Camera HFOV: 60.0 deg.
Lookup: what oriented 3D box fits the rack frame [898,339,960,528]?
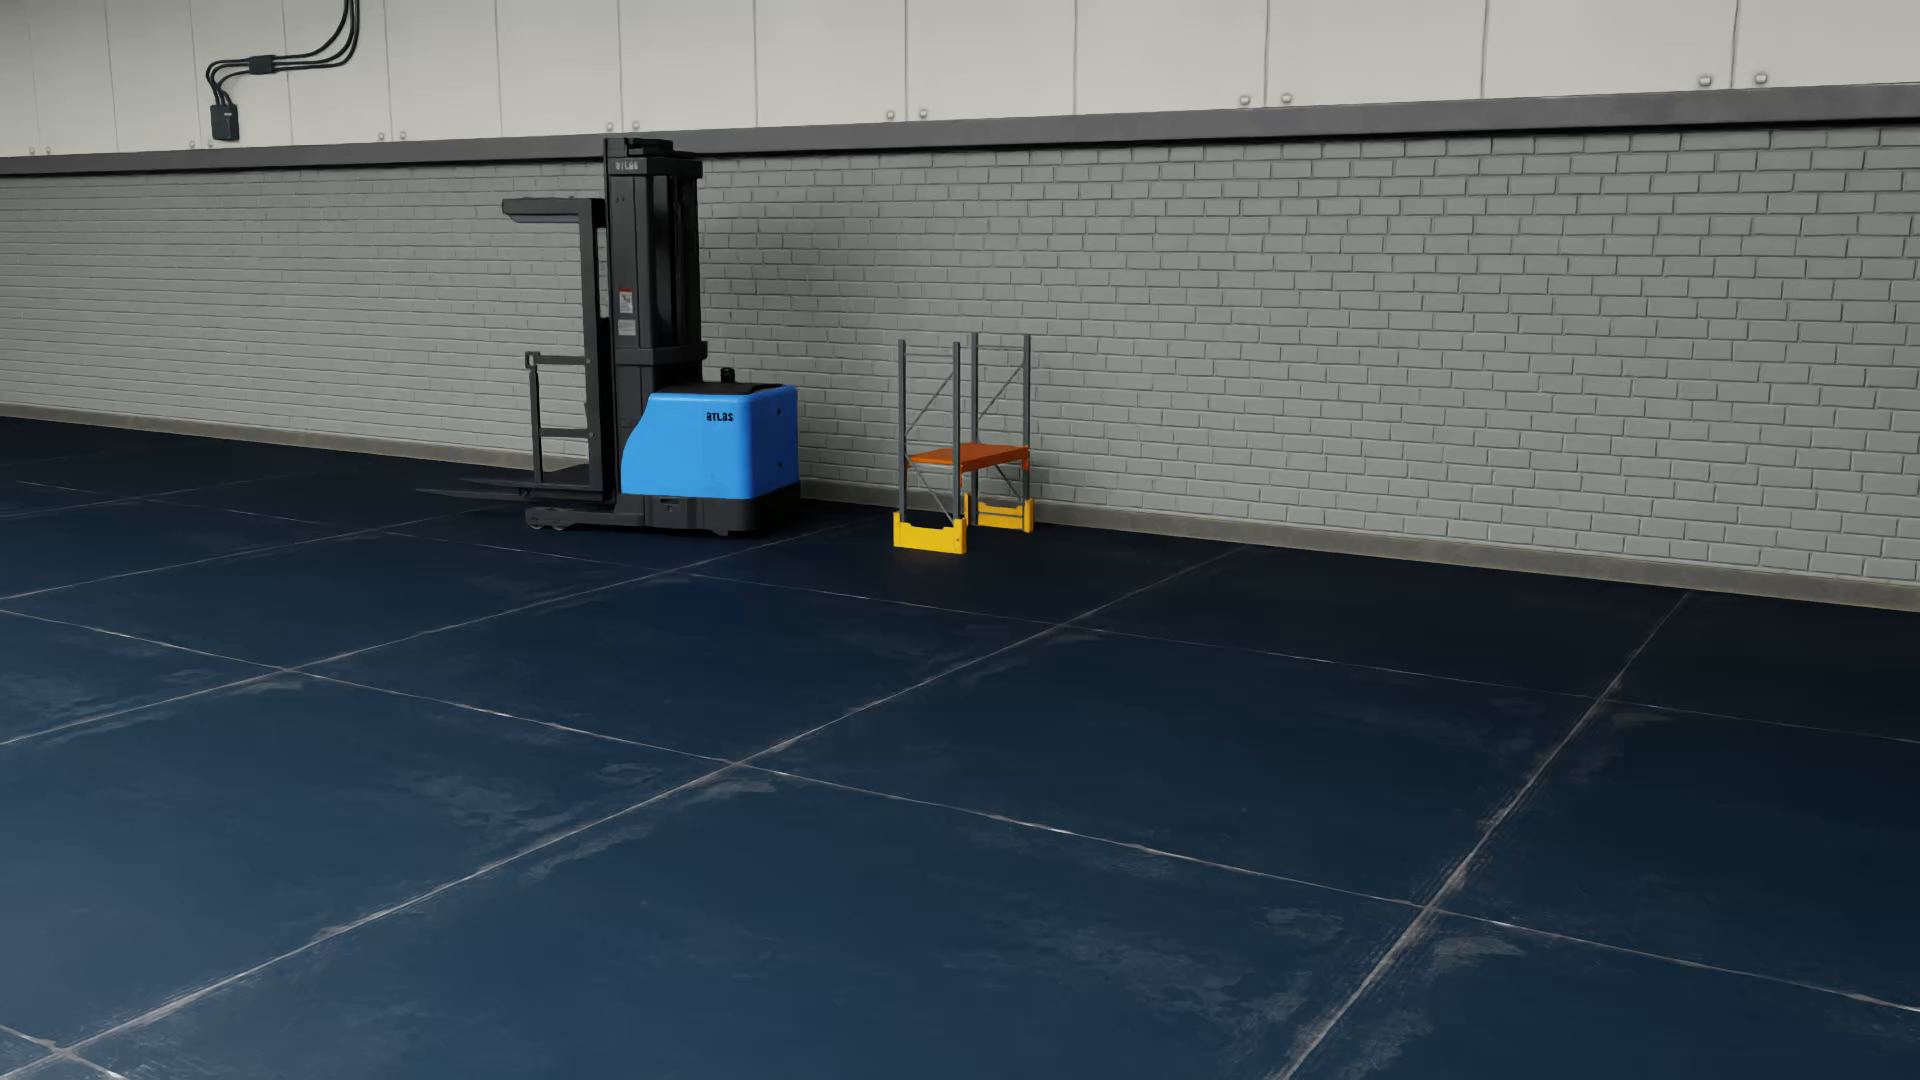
[{"bbox_3d":[-0.220,-0.671,11.875,0.500,1.500,0.032,6,12,31],"label":"rack frame"}]

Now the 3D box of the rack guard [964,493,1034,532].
[{"bbox_3d":[0.298,-0.213,12.828,0.587,0.250,0.087,6,12,31],"label":"rack guard"}]

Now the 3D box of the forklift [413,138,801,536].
[{"bbox_3d":[-2.838,-1.602,12.962,3.031,2.935,1.130,3,11,17],"label":"forklift"}]

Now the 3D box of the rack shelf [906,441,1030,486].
[{"bbox_3d":[0.044,-0.574,12.335,0.538,0.185,1.000,6,12,31],"label":"rack shelf"}]

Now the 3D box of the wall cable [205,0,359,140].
[{"bbox_3d":[-6.867,-7.063,16.398,2.305,6.003,0.169,6,12,31],"label":"wall cable"}]

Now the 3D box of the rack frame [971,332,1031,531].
[{"bbox_3d":[0.308,-0.831,12.729,0.500,1.500,0.032,6,12,31],"label":"rack frame"}]

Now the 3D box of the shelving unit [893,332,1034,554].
[{"bbox_3d":[0.040,-0.749,12.295,0.587,1.500,1.083,6,12,31],"label":"shelving unit"}]

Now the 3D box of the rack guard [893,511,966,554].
[{"bbox_3d":[-0.219,-0.057,11.991,0.587,0.250,0.087,6,12,31],"label":"rack guard"}]
